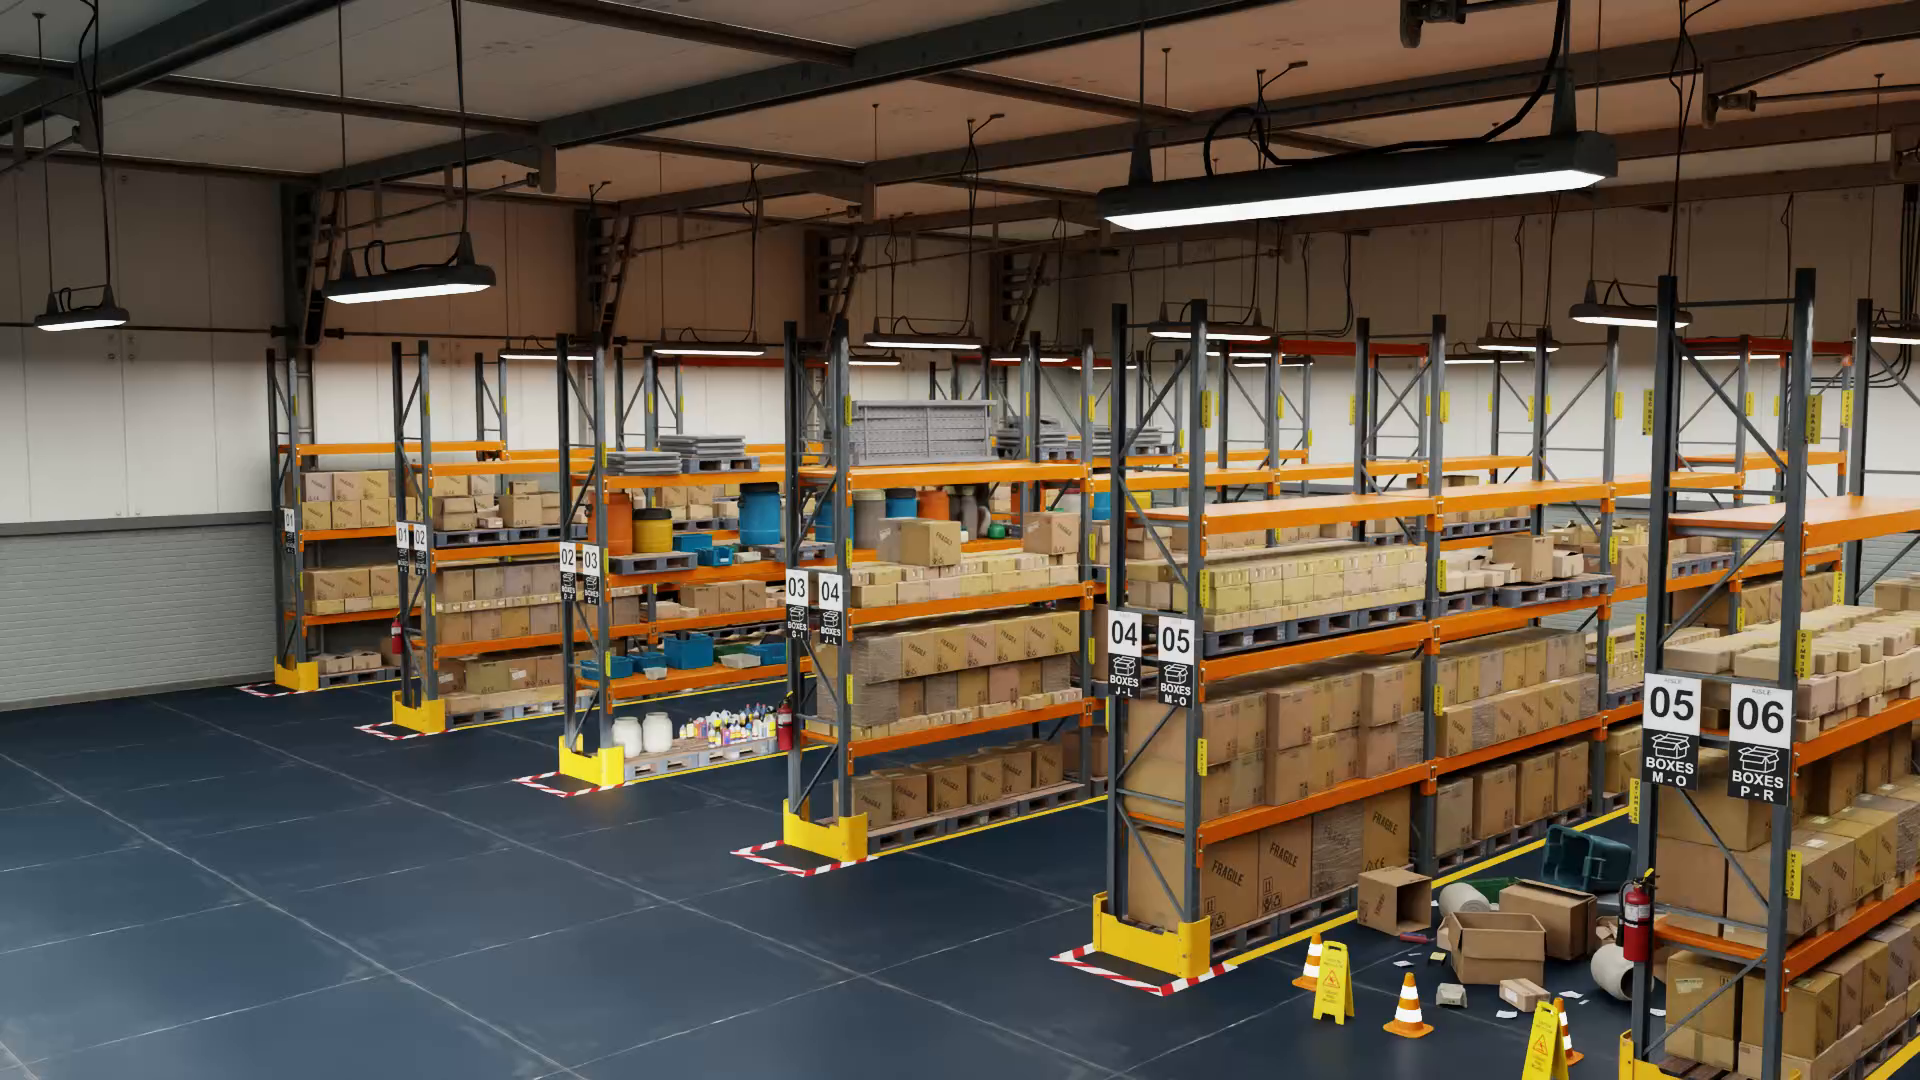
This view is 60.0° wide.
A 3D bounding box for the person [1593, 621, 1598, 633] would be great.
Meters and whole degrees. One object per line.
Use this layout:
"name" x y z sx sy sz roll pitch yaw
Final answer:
"person" 9.632 2.106 25.021 0.686 1.819 0.924 5 7 43
